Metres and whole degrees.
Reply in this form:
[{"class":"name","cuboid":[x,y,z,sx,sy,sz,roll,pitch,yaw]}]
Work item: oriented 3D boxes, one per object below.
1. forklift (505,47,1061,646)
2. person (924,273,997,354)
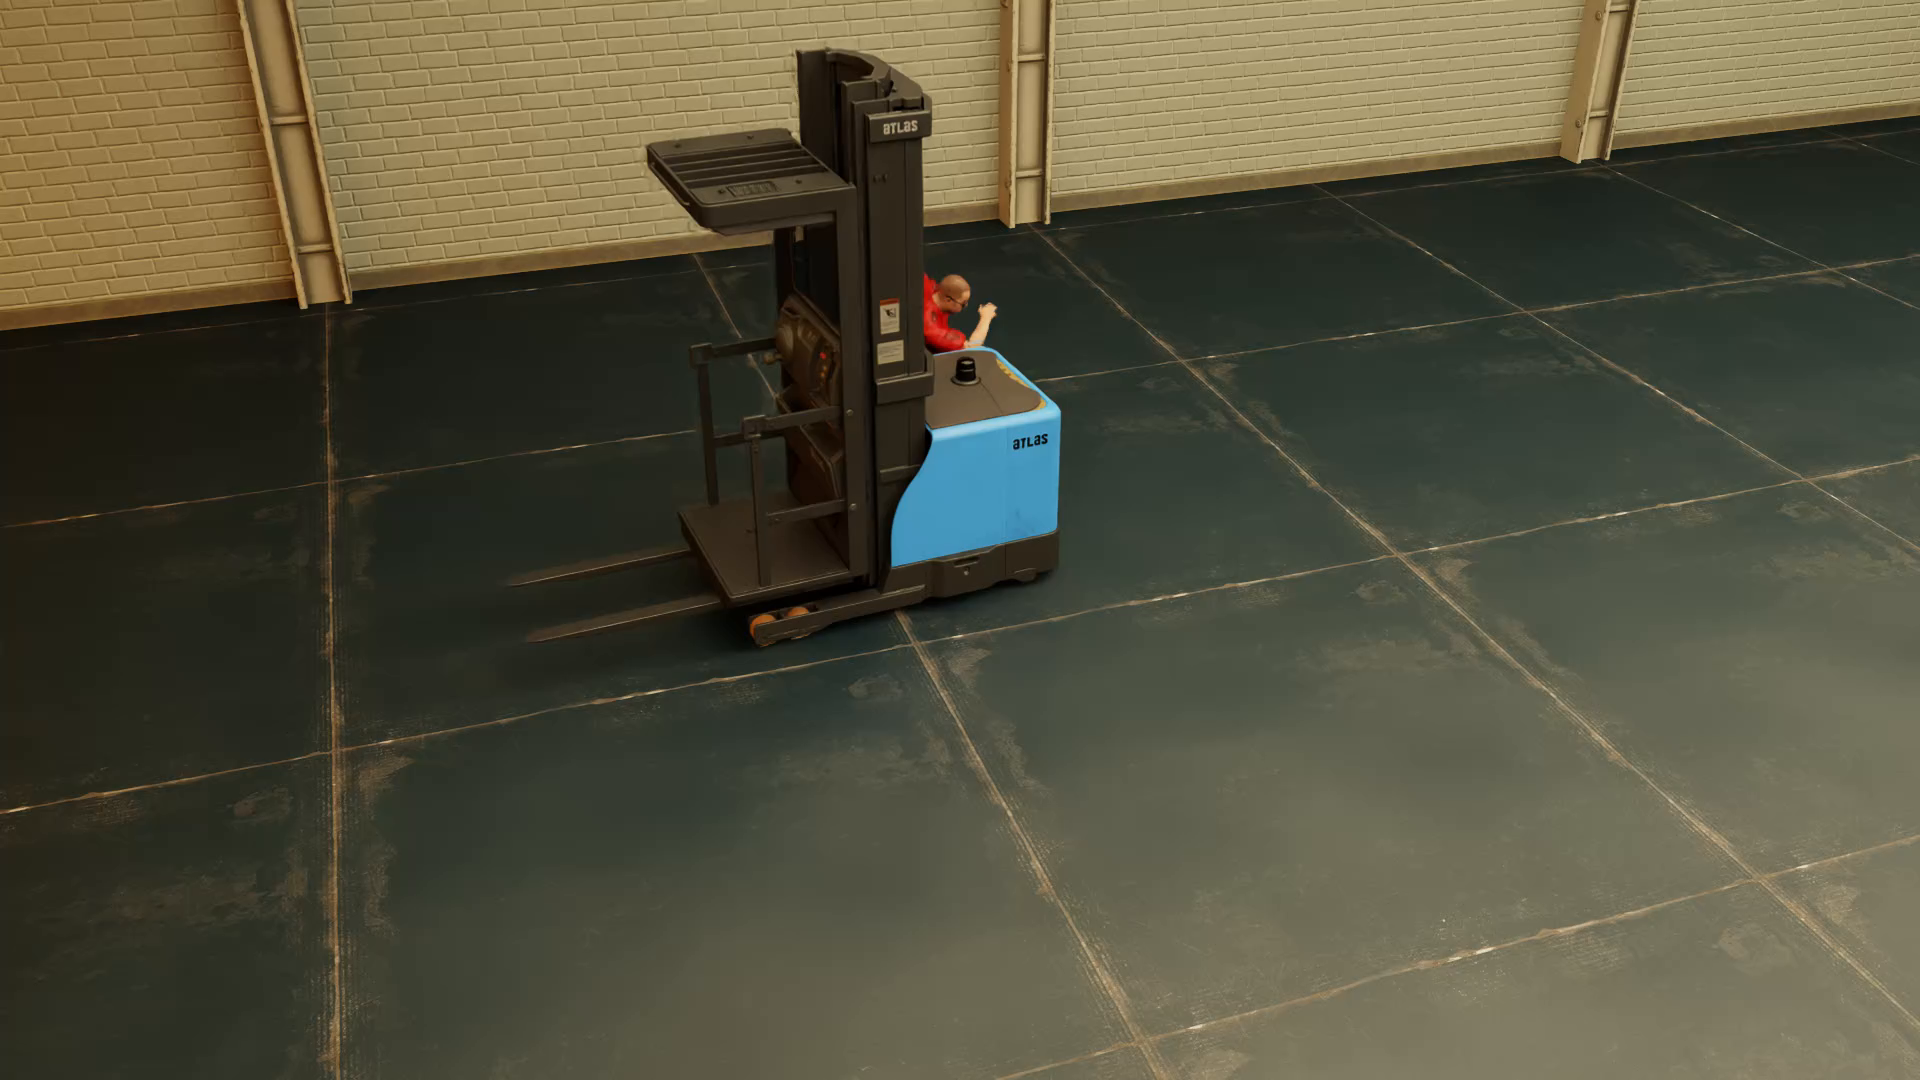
[{"class":"forklift","cuboid":[-0.993,-0.995,8.817,3.031,2.935,1.130,-12,32,-20]},{"class":"person","cuboid":[-0.063,-1.077,10.551,0.840,1.427,1.315,5,30,8]}]
